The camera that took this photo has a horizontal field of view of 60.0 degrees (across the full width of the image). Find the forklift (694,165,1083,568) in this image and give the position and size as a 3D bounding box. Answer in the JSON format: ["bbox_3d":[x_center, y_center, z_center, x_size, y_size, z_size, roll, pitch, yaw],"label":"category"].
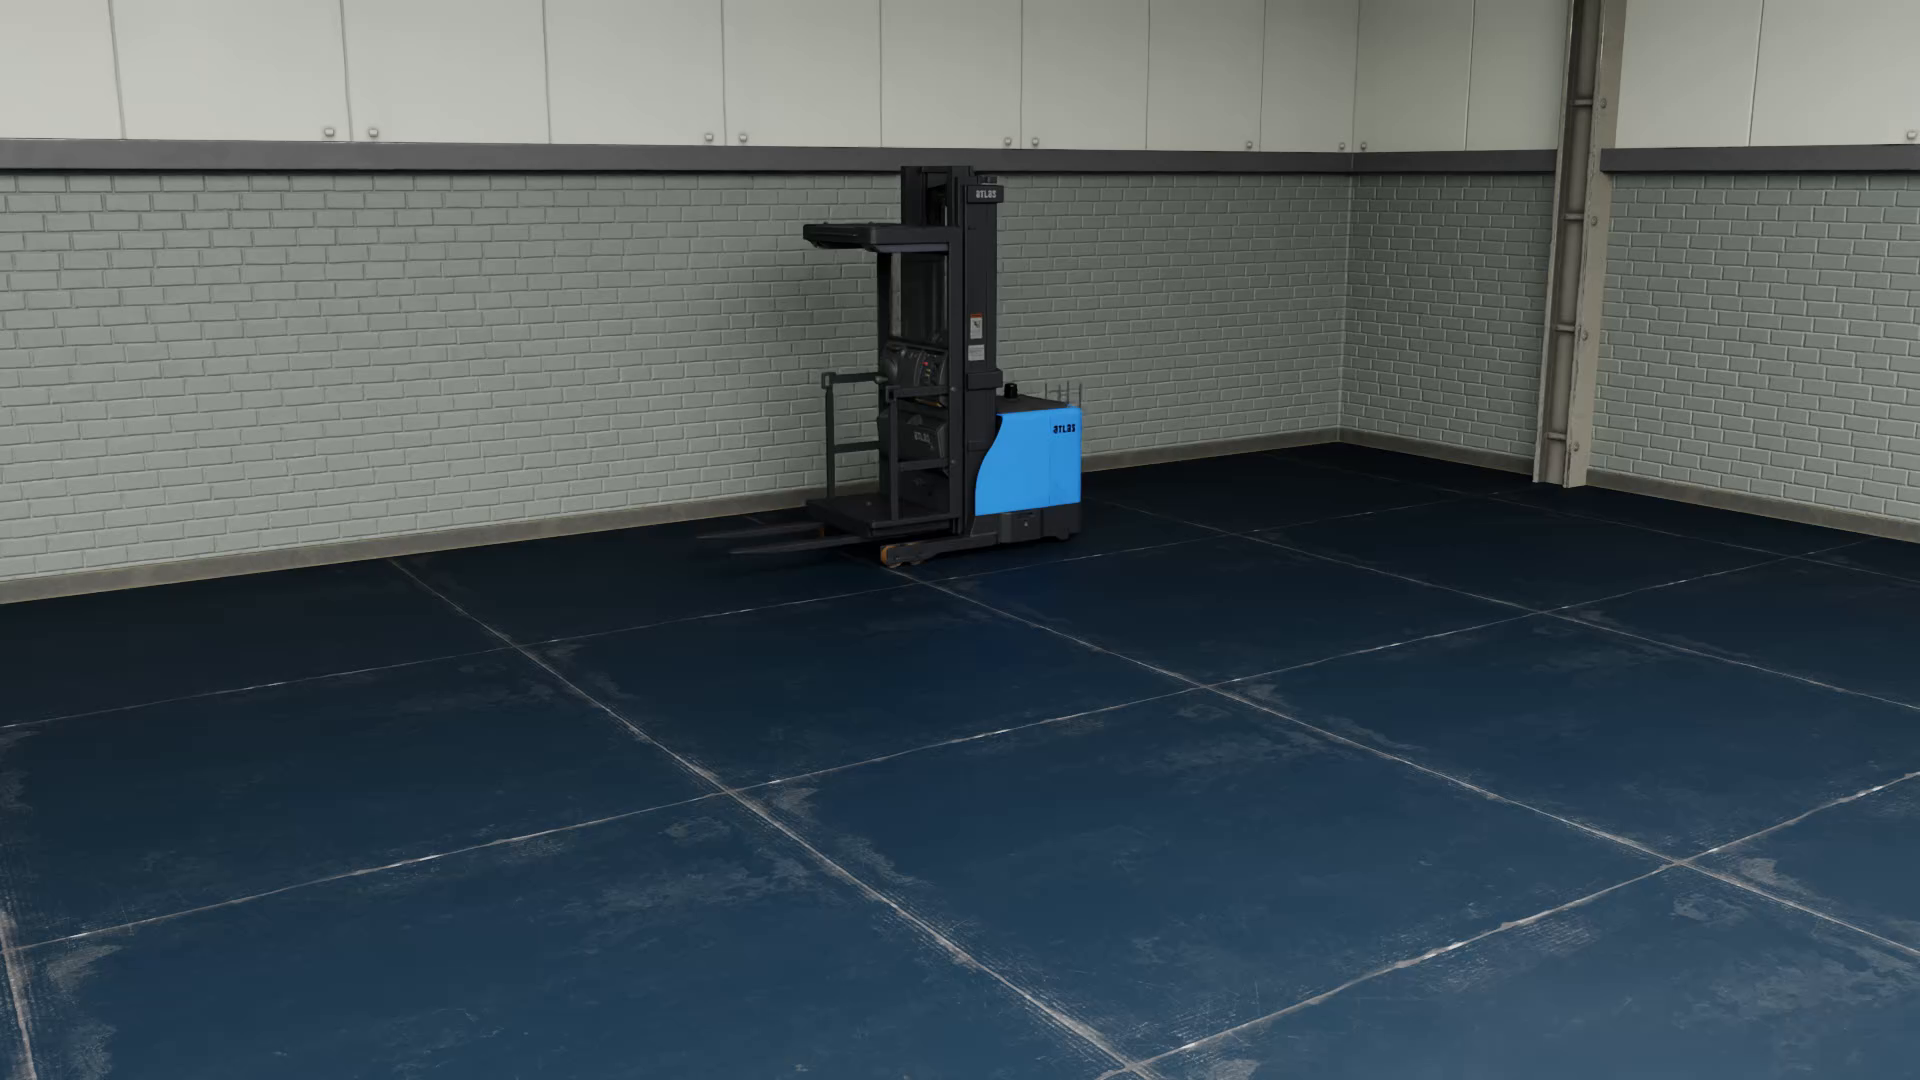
[{"bbox_3d":[-0.535,-1.354,12.693,3.031,2.935,1.130,-8,15,-32],"label":"forklift"}]

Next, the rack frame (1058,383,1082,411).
[{"bbox_3d":[0.898,-0.689,13.704,0.240,1.200,0.006,-8,14,-32],"label":"rack frame"}]

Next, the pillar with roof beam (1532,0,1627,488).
[{"bbox_3d":[2.131,-4.429,12.552,9.100,9.000,0.400,-8,15,-33],"label":"pillar with roof beam"}]

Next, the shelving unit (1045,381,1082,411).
[{"bbox_3d":[0.849,-0.706,13.779,0.258,1.200,0.189,-8,14,-32],"label":"shelving unit"}]

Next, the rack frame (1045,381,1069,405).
[{"bbox_3d":[0.800,-0.722,13.855,0.240,1.200,0.006,-8,14,-32],"label":"rack frame"}]
